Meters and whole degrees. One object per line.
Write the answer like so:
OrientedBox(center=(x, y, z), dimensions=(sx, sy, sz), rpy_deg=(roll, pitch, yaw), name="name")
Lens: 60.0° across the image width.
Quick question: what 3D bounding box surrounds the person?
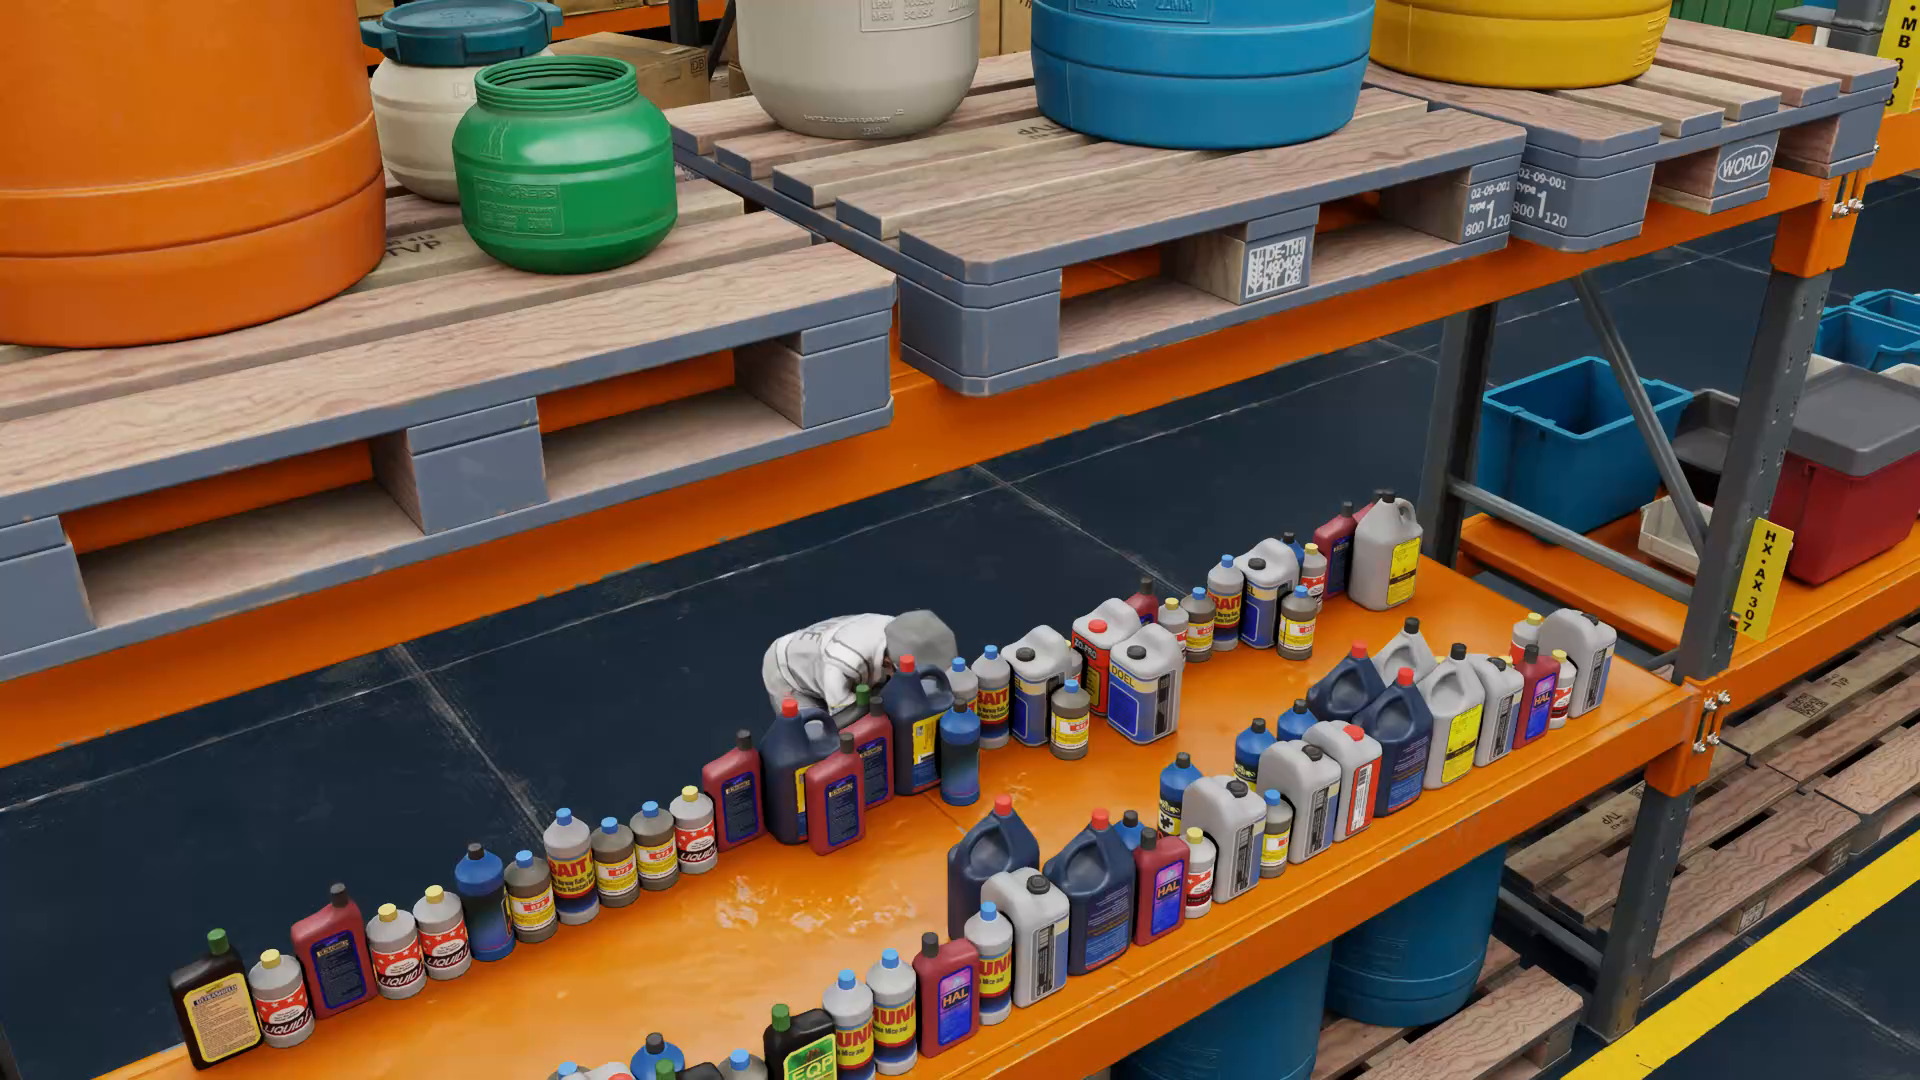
OrientedBox(center=(-0.338, 0.590, 5.774), dimensions=(0.458, 0.979, 0.859), rpy_deg=(-20, 34, -32), name="person")
